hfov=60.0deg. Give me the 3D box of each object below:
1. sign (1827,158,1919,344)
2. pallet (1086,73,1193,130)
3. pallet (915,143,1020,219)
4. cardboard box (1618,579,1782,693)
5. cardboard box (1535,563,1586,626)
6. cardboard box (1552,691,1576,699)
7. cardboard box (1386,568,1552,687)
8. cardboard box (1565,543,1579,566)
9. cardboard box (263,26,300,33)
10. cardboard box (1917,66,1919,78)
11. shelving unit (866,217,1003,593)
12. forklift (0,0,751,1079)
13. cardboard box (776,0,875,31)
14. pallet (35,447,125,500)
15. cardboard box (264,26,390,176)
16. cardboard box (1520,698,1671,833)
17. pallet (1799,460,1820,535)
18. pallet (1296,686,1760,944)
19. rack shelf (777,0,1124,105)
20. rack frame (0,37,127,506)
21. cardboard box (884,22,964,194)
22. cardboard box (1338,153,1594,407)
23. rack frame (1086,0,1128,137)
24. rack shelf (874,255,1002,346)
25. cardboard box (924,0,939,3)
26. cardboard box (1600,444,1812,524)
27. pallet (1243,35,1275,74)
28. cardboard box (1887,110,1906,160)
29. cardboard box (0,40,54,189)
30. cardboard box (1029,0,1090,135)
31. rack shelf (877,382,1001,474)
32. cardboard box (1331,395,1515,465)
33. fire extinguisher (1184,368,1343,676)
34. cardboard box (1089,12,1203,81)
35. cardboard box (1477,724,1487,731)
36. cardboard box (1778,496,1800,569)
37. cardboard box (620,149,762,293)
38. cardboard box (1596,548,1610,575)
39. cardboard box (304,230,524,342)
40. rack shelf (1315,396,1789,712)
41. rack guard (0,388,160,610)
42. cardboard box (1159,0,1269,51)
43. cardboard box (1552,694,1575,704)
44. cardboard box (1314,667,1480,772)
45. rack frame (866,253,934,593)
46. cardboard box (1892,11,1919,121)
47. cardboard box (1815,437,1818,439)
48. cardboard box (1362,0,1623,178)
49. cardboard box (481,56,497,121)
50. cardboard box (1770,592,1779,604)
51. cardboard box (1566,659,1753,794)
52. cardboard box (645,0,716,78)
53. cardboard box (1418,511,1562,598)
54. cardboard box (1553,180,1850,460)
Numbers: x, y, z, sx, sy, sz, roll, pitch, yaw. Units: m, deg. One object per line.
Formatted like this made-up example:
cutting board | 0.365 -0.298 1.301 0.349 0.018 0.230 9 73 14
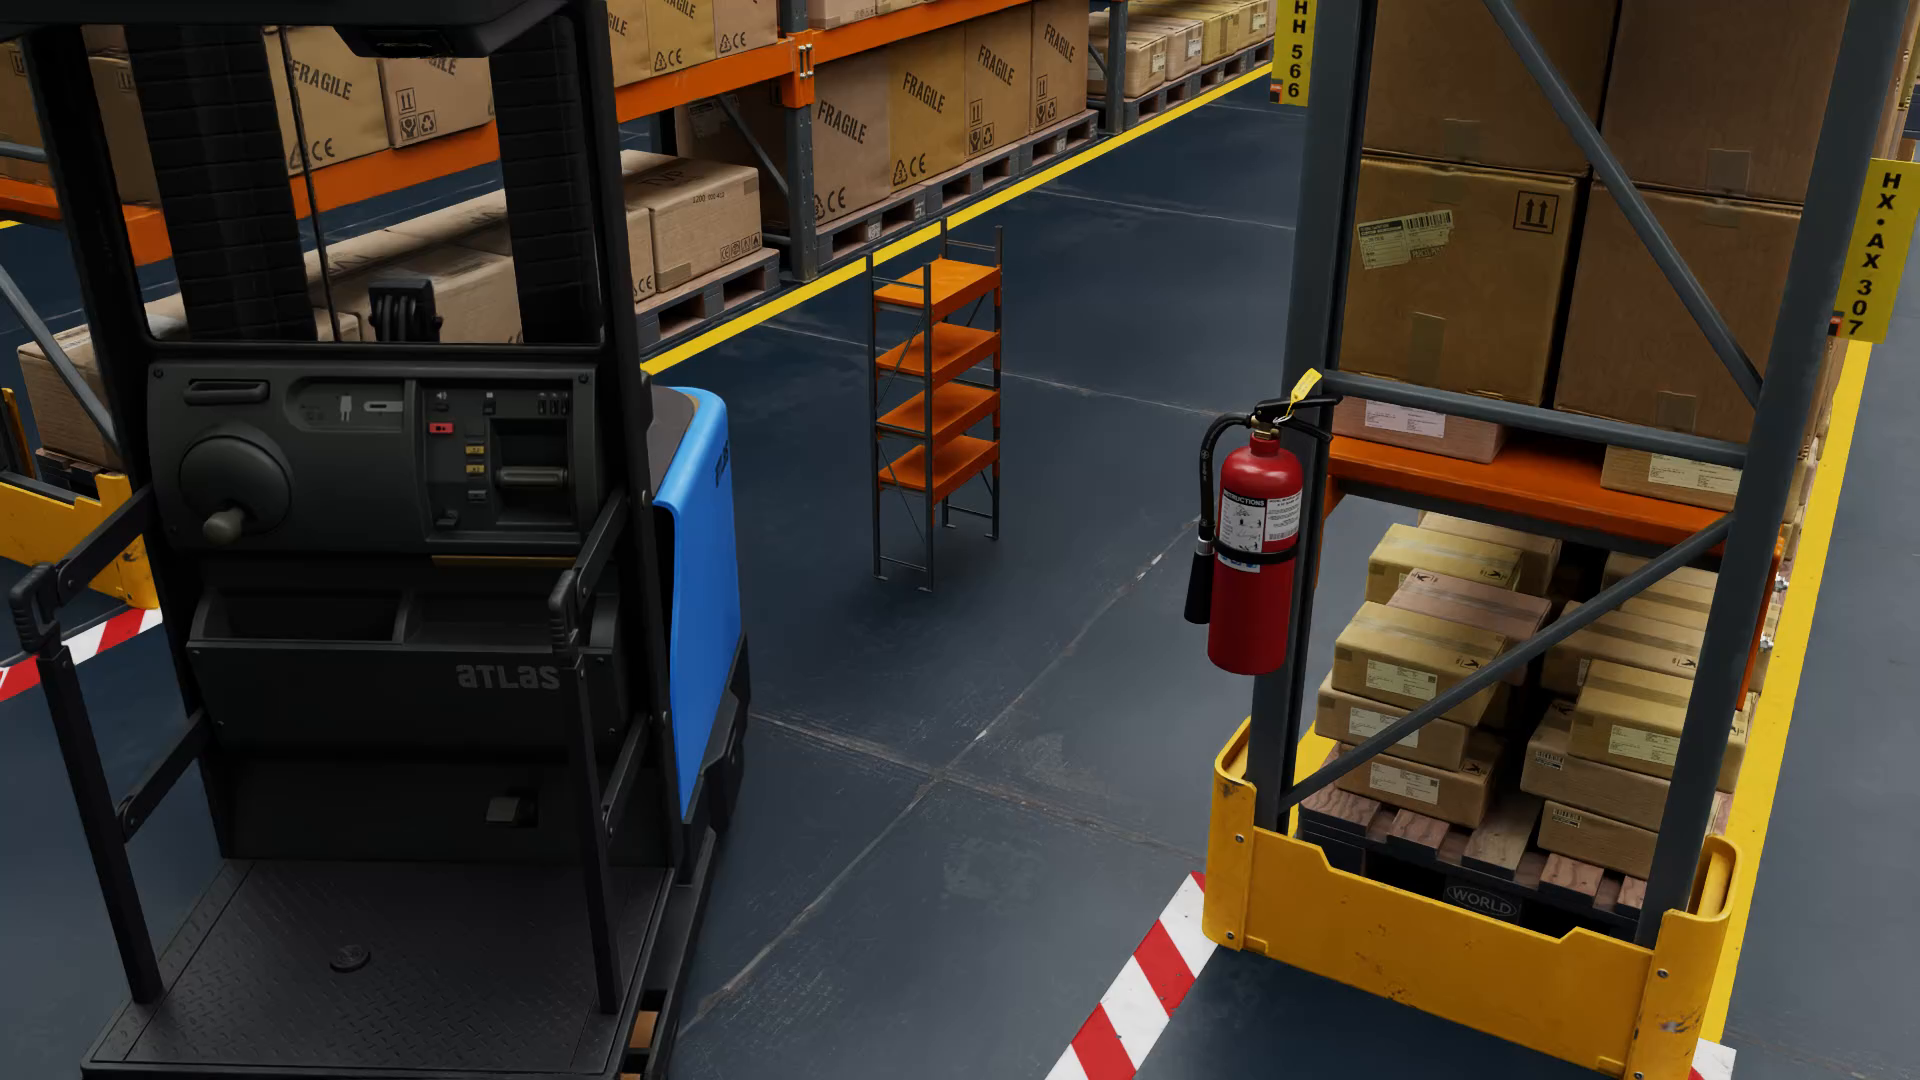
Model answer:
sign | 1.624 -0.510 2.951 0.100 0.325 0.005 14 30 26
pallet | 1.113 -3.468 12.942 1.003 0.211 1.213 14 30 26
pallet | -0.327 -2.400 10.808 1.003 0.211 1.213 14 30 26
cardboard box | 1.971 0.245 4.460 0.380 0.149 0.250 14 30 26
cardboard box | 1.638 0.158 4.967 0.380 0.149 0.250 14 30 25
cardboard box | 1.860 0.355 4.574 0.380 0.149 0.250 15 30 27
cardboard box | 1.365 0.231 4.488 0.380 0.149 0.250 15 30 27
cardboard box | 1.805 0.073 5.470 0.380 0.149 0.250 15 30 27
cardboard box | -2.476 -2.112 5.890 0.500 0.500 0.500 13 30 25
cardboard box | 3.713 -1.929 6.564 0.380 0.149 0.250 13 29 24
shelving unit | -0.081 -0.472 5.853 0.258 1.200 0.503 14 30 26
forklift | -1.216 -0.136 3.248 1.130 2.935 3.031 1 27 2
cardboard box | -0.794 -2.898 8.856 0.500 0.250 0.500 13 30 25
pallet | -2.883 -0.375 6.763 1.003 0.211 1.213 14 30 26
cardboard box | -2.497 -1.665 6.113 0.500 0.500 0.500 14 30 25
cardboard box | 1.633 0.564 4.156 0.380 0.149 0.250 16 31 28
pallet | 2.820 -0.285 6.583 1.003 0.211 1.213 14 30 26
pallet | 1.619 0.666 4.684 1.003 0.211 1.213 14 30 26
rack shelf | -0.256 -3.310 10.315 1.077 0.370 4.000 14 30 26
rack frame | -3.208 -1.293 5.482 1.000 3.000 0.127 14 30 26
cardboard box | -0.567 -2.703 10.203 0.875 0.875 0.875 15 30 28
cardboard box | 1.148 -0.652 3.758 0.500 0.500 0.500 15 30 27
rack frame | 0.728 -4.411 11.711 1.000 3.000 0.127 14 30 26
rack shelf | -0.081 -0.823 5.677 0.258 0.148 0.480 14 30 26
cardboard box | -0.275 -3.297 9.652 0.500 0.250 0.500 14 30 26
cardboard box | 1.596 -0.184 3.548 0.380 0.149 0.250 14 30 26
pallet | 2.314 -4.419 14.842 1.003 0.211 1.213 14 30 26
cardboard box | 2.625 -1.333 5.117 0.500 0.500 0.500 14 30 26
cardboard box | -3.201 -1.584 5.952 0.500 0.500 0.500 14 30 26
cardboard box | 0.315 -3.398 11.591 0.875 0.875 0.875 14 30 26
rack shelf | -0.081 -0.412 5.883 0.258 0.148 0.480 14 30 26
cardboard box | 1.066 -0.319 3.818 0.380 0.149 0.250 14 30 26
fire extinguisher | 0.626 -0.045 3.491 0.296 0.674 0.183 14 30 26
cardboard box | 1.370 -3.931 13.218 0.950 0.372 0.625 14 30 25
cardboard box | 1.267 0.471 4.674 0.380 0.149 0.250 15 30 28
cardboard box | 2.335 -0.068 5.086 0.380 0.149 0.250 15 30 27
cardboard box | -1.643 -1.673 8.634 0.875 0.438 0.875 14 30 25
cardboard box | 2.226 0.039 5.204 0.380 0.149 0.250 16 31 29
cardboard box | -2.527 -0.973 7.236 0.875 0.438 0.875 15 30 27
rack shelf | 2.135 -0.700 5.102 1.077 0.370 4.000 14 30 26
rack guard | -3.220 -0.166 6.023 1.175 0.500 0.348 14 30 26
cardboard box | 2.089 -4.497 14.348 0.950 0.372 0.625 16 31 29
cardboard box | 1.861 0.493 4.631 0.380 0.149 0.250 15 30 27
cardboard box | 1.163 0.443 4.397 0.380 0.149 0.250 13 30 25
rack frame | -0.201 -0.377 5.663 0.240 1.200 0.015 14 30 26
cardboard box | 1.846 -1.182 3.699 0.500 0.500 0.500 15 30 28
cardboard box | 2.715 -0.368 5.685 0.380 0.149 0.250 13 29 24
cardboard box | 1.160 -1.100 3.536 0.500 0.500 0.500 14 30 25
cardboard box | -2.000 -2.058 6.899 0.500 0.500 0.500 15 30 28
cardboard box | 2.323 0.219 5.178 0.380 0.149 0.250 13 29 24
cardboard box | 1.705 0.449 4.053 0.380 0.149 0.250 13 29 24
cardboard box | -1.494 -2.458 7.698 0.500 0.500 0.500 13 30 25
cardboard box | 1.564 0.015 4.920 0.380 0.149 0.250 13 29 24
cardboard box | 1.613 -0.534 3.522 0.500 0.500 0.500 16 31 28
